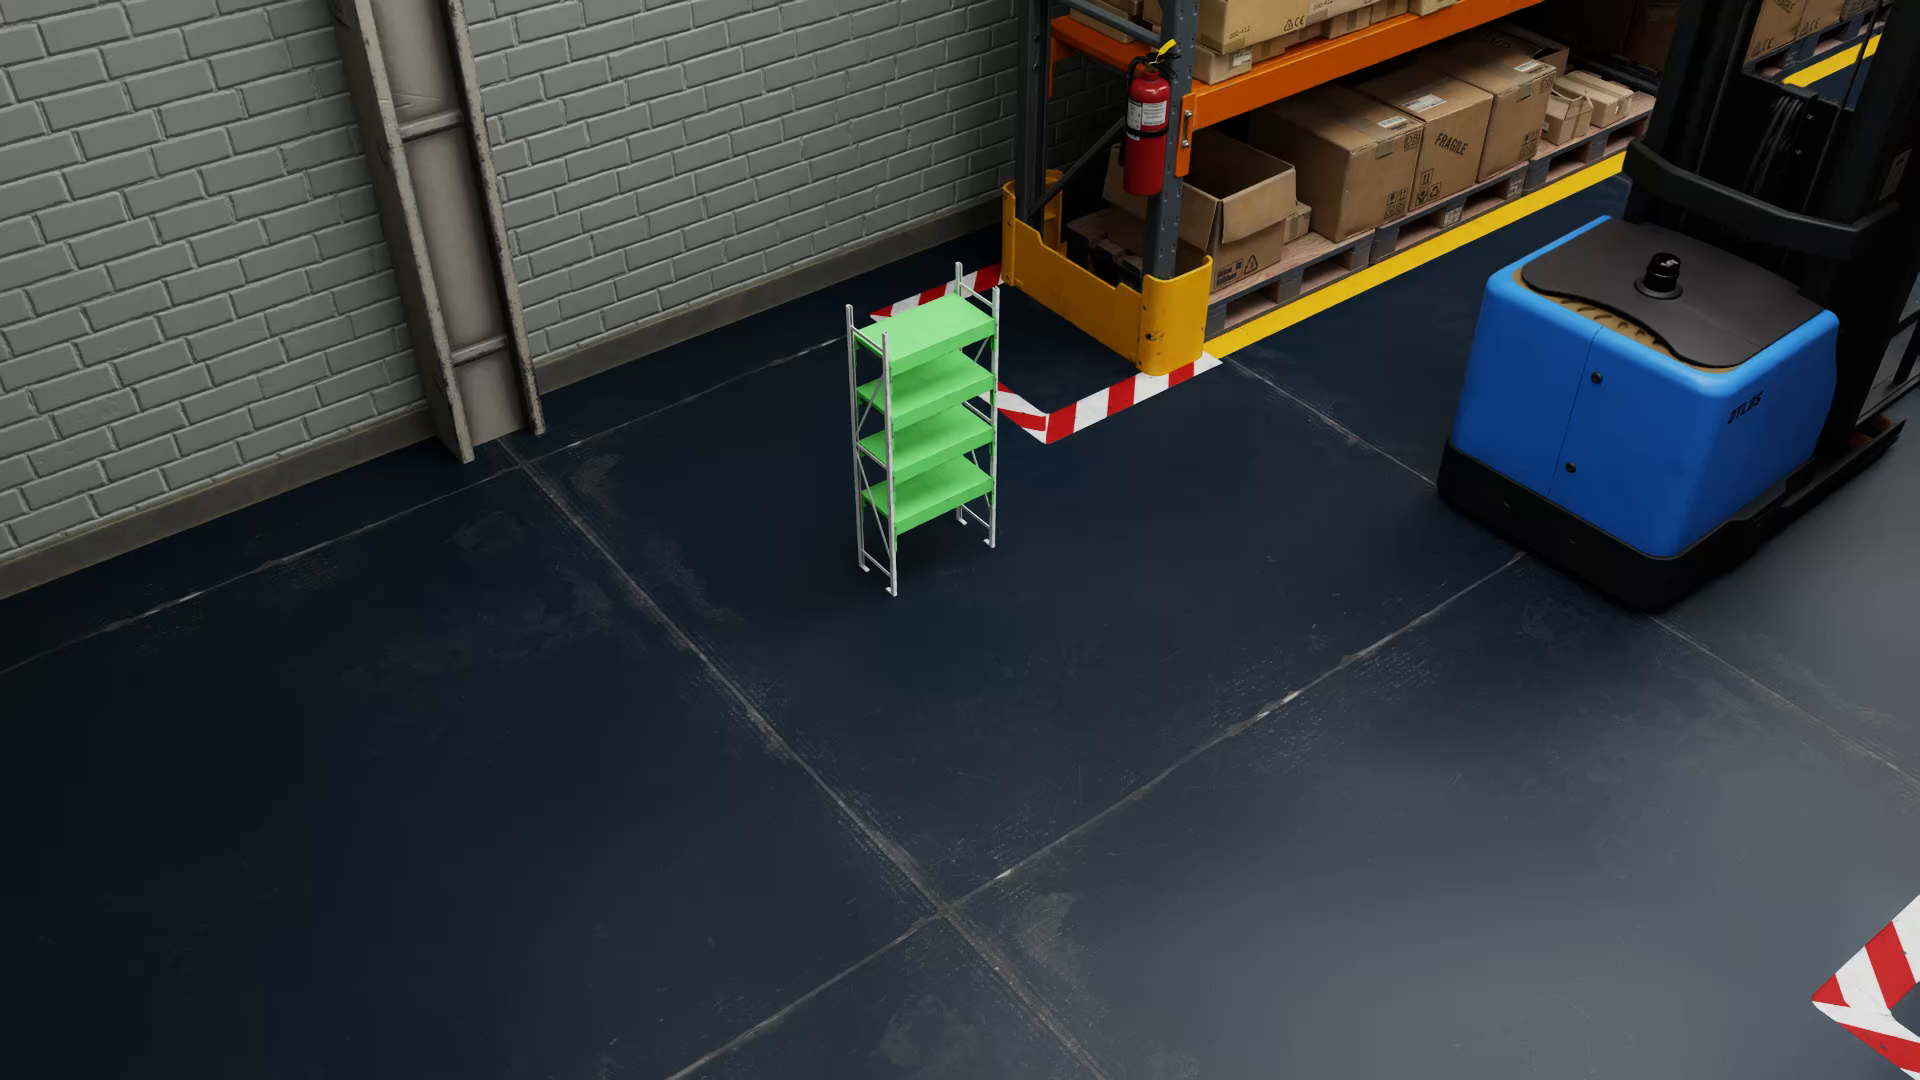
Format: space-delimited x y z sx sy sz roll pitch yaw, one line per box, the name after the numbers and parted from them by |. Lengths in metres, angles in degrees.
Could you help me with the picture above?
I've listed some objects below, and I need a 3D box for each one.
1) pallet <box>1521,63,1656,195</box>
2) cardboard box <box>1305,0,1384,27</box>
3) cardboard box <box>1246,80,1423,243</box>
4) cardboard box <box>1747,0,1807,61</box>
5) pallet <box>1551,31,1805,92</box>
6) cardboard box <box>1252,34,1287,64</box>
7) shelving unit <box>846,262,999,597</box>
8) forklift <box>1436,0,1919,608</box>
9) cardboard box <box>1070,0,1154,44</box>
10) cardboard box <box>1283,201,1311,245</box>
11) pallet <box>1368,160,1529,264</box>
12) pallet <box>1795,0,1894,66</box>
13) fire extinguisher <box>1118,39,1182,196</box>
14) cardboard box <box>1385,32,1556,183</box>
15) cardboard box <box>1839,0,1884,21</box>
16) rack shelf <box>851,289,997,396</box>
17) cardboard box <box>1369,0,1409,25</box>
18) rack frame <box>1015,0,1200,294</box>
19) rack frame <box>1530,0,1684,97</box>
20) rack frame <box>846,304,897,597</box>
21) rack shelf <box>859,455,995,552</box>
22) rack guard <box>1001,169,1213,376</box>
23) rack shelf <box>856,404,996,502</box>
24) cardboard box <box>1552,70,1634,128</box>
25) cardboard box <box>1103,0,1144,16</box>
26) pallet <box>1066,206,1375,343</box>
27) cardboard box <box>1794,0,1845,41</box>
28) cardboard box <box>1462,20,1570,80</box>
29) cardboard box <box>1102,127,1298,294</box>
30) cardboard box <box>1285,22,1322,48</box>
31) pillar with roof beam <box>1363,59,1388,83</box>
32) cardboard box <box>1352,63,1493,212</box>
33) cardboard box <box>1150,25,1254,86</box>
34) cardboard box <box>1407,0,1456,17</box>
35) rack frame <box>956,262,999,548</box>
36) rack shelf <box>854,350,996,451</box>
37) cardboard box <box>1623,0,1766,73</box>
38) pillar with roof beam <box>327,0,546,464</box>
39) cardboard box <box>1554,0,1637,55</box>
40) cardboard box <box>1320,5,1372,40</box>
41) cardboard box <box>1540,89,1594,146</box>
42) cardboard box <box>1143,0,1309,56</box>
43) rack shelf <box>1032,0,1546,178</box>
3.240 -2.431 9.548 1.213 0.211 1.003 -26 46 -28 | pallet
1.537 -2.520 7.341 0.500 0.250 0.500 -25 46 -28 | cardboard box
1.858 -1.924 8.370 0.500 0.500 0.700 -24 45 -26 | cardboard box
4.722 -3.255 9.993 0.500 0.500 0.500 -27 46 -29 | cardboard box
4.407 -3.030 10.277 1.213 0.211 1.003 -26 46 -28 | pallet
1.215 -2.242 7.316 0.250 0.149 0.380 -25 45 -27 | cardboard box
-0.131 -0.400 6.291 0.503 1.200 0.258 -26 46 -28 | shelving unit
3.438 -1.659 6.462 3.031 2.935 1.130 -28 47 -30 | forklift
0.713 -2.395 7.502 0.250 0.149 0.380 -27 46 -29 | cardboard box
1.517 -1.622 8.279 0.250 0.149 0.380 -28 47 -30 | cardboard box
2.272 -1.957 8.970 1.213 0.211 1.003 -26 46 -28 | pallet
5.375 -3.504 10.855 1.213 0.211 1.003 -26 46 -28 | pallet
0.779 -1.765 6.892 0.183 0.674 0.296 -26 46 -28 | fire extinguisher
2.681 -2.325 8.859 0.500 0.500 0.700 -28 47 -30 | cardboard box
5.535 -3.643 10.466 0.500 0.500 0.500 -28 47 -30 | cardboard box
-0.131 -0.722 6.028 0.480 0.148 0.258 -26 46 -28 | rack shelf
1.847 -2.534 7.671 0.250 0.149 0.380 -25 46 -27 | cardboard box
0.614 -2.229 7.102 0.127 3.000 1.000 -26 46 -28 | rack frame
3.785 -3.775 8.986 0.127 3.000 1.000 -26 46 -28 | rack frame
-0.325 -0.306 6.176 0.015 1.200 0.240 -26 46 -28 | rack frame
-0.131 -0.165 6.484 0.480 0.148 0.258 -26 46 -28 | rack shelf
0.674 -1.292 7.930 0.348 0.500 1.175 -26 46 -28 | rack guard
-0.131 -0.350 6.332 0.480 0.148 0.258 -26 46 -28 | rack shelf
3.522 -2.472 9.315 0.250 0.149 0.380 -27 47 -29 | cardboard box
0.817 -2.597 7.434 0.500 0.250 0.500 -25 45 -27 | cardboard box
1.305 -1.488 8.398 1.213 0.211 1.003 -26 46 -28 | pallet
5.120 -3.446 10.225 0.500 0.500 0.500 -27 47 -29 | cardboard box
3.117 -2.761 9.539 0.500 0.311 0.500 -24 45 -27 | cardboard box
1.156 -1.615 7.990 0.637 0.503 0.797 -28 47 -30 | cardboard box
1.402 -2.361 7.461 0.250 0.149 0.380 -27 46 -29 | cardboard box
5.307 -4.113 4.669 0.400 9.000 9.100 -26 46 -28 | pillar with roof beam
2.338 -2.078 8.558 0.500 0.500 0.500 -25 46 -27 | cardboard box
1.041 -2.121 7.168 0.250 0.149 0.380 -26 46 -28 | cardboard box
2.093 -2.593 7.744 0.250 0.149 0.380 -27 47 -29 | cardboard box
0.062 -0.494 6.406 0.015 1.200 0.240 -26 46 -28 | rack frame
-0.131 -0.536 6.180 0.480 0.148 0.258 -26 46 -28 | rack shelf
4.306 -3.044 9.736 0.500 0.500 0.500 -24 45 -26 | cardboard box
0.550 -1.794 1.842 0.400 9.000 9.100 -26 46 -28 | pillar with roof beam
3.994 -3.309 10.058 0.500 0.500 0.500 -26 46 -28 | cardboard box
1.640 -2.428 7.543 0.250 0.149 0.380 -25 45 -27 | cardboard box
3.239 -2.379 9.109 0.258 0.266 0.396 -24 45 -27 | cardboard box
1.138 -2.326 7.103 0.500 0.250 0.500 -26 46 -28 | cardboard box
2.199 -2.723 8.272 4.000 0.370 1.077 -26 46 -28 | rack shelf
